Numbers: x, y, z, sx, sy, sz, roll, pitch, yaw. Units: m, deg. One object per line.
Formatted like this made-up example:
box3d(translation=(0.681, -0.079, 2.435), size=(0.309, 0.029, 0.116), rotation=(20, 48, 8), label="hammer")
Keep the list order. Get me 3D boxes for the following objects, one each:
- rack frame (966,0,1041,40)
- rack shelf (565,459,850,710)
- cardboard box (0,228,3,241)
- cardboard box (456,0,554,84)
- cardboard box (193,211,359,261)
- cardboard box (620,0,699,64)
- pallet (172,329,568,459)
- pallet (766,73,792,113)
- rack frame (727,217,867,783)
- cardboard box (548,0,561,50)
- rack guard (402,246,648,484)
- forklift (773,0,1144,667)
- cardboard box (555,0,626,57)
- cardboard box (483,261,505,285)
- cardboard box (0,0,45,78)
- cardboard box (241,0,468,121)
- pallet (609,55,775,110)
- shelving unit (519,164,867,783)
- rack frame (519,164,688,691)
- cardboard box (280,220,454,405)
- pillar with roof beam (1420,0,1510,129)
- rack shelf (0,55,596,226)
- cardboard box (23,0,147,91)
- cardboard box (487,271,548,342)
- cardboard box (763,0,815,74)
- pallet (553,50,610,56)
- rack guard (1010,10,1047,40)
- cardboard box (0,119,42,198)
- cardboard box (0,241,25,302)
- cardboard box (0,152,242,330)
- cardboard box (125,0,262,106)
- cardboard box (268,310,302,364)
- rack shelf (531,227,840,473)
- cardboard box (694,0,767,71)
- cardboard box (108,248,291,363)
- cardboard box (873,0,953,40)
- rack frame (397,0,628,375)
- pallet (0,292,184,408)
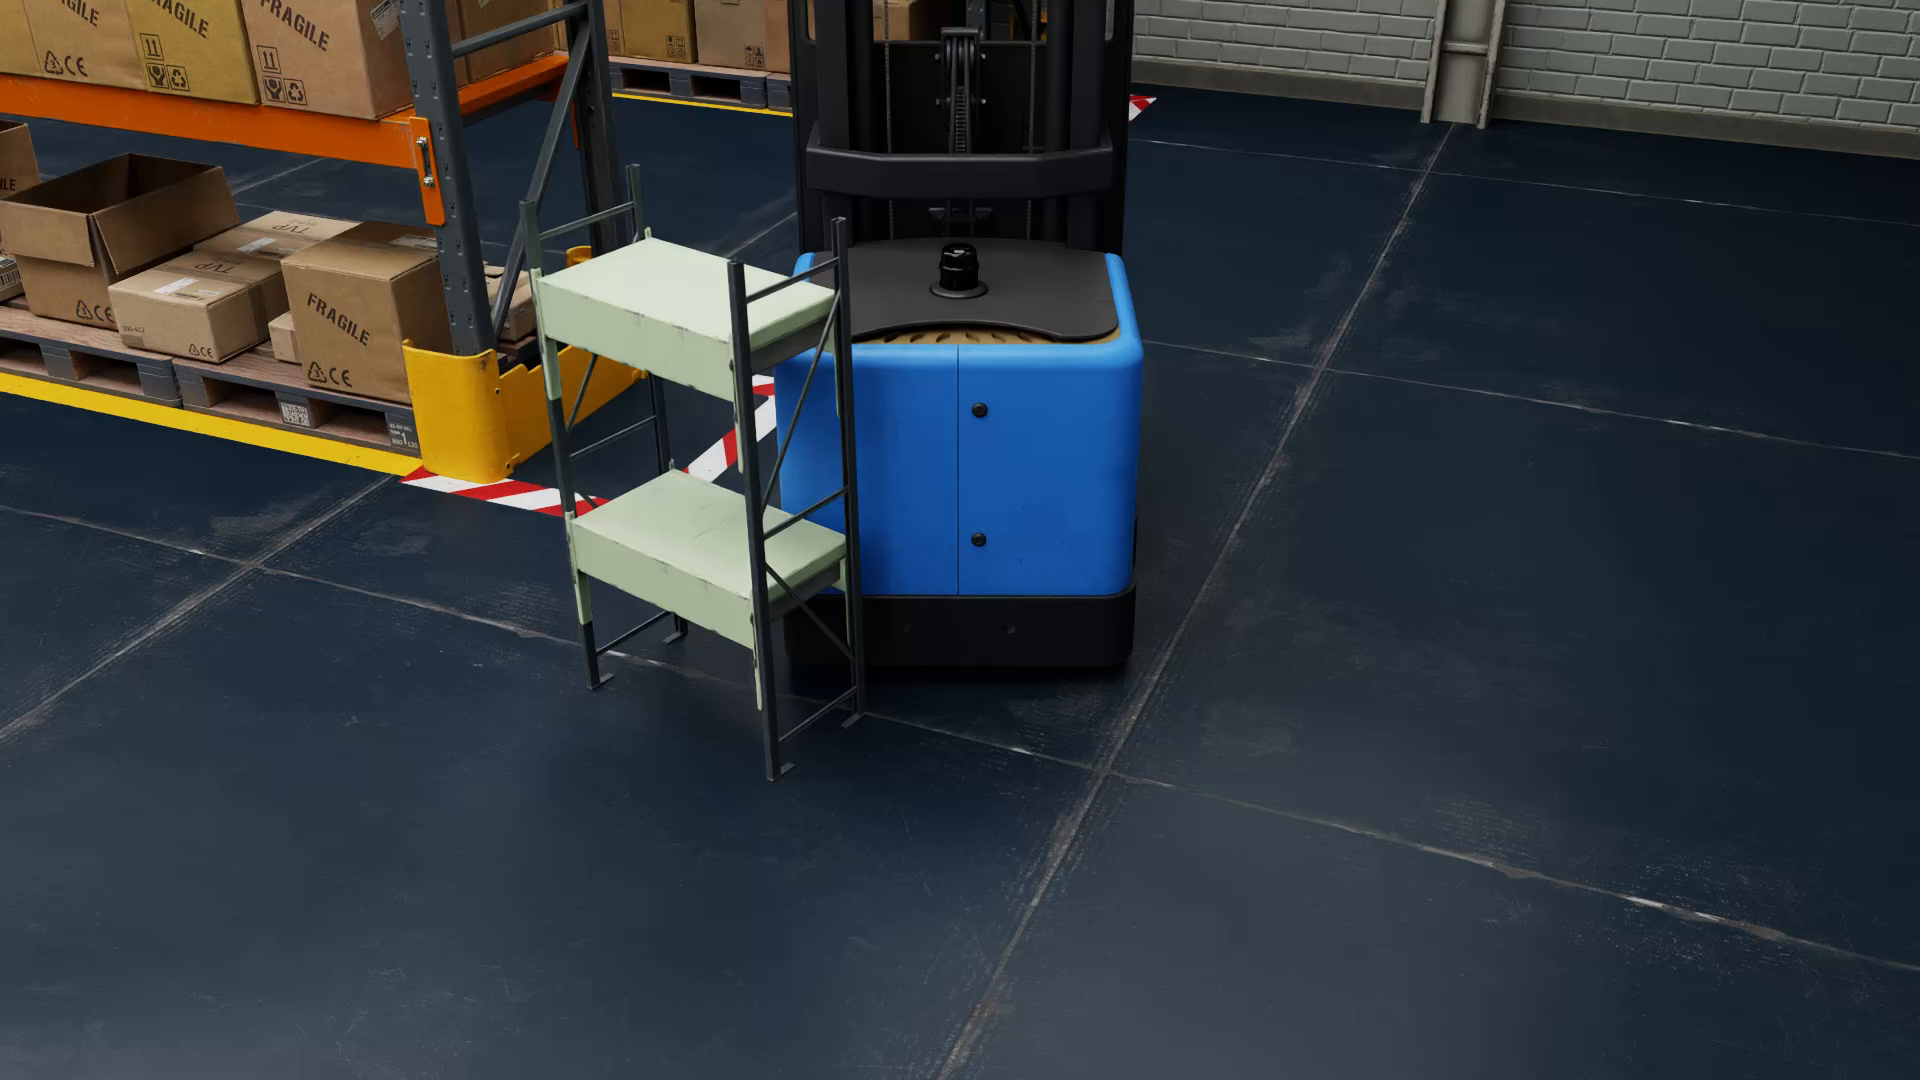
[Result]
box3d(translation=(0.279, -4.045, 9.859), size=(0.127, 3.000, 1.000), rotation=(11, 31, 19), label="rack frame")
box3d(translation=(-0.695, 0.108, 4.693), size=(0.720, 0.370, 0.431), rotation=(21, 36, 32), label="rack shelf")
box3d(translation=(-3.957, -1.432, 7.521), size=(0.500, 0.311, 0.500), rotation=(11, 31, 19), label="cardboard box")
box3d(translation=(-1.892, -2.032, 6.195), size=(0.500, 0.500, 0.500), rotation=(12, 32, 20), label="cardboard box")
box3d(translation=(-2.904, -1.196, 7.164), size=(0.500, 0.250, 0.500), rotation=(11, 31, 19), label="cardboard box")
box3d(translation=(-1.834, -3.505, 11.015), size=(0.500, 0.500, 0.700), rotation=(12, 32, 20), label="cardboard box")
box3d(translation=(-2.390, -0.733, 6.833), size=(1.213, 0.211, 1.003), rotation=(11, 31, 19), label="pallet")
box3d(translation=(-0.491, -2.944, 10.744), size=(1.213, 0.211, 1.003), rotation=(11, 31, 19), label="pallet")
box3d(translation=(-0.405, -0.066, 4.338), size=(0.023, 1.500, 0.400), rotation=(21, 36, 32), label="rack frame")
box3d(translation=(-2.773, -3.695, 11.352), size=(0.500, 0.500, 0.700), rotation=(12, 32, 20), label="cardboard box")
box3d(translation=(-1.650, -0.712, 6.502), size=(0.348, 0.500, 1.175), rotation=(11, 31, 19), label="rack guard")
box3d(translation=(0.004, -1.583, 5.572), size=(1.130, 2.935, 3.031), rotation=(0, 29, 0), label="forklift")
box3d(translation=(-2.309, -3.601, 11.185), size=(0.500, 0.500, 0.700), rotation=(11, 31, 19), label="cardboard box")
box3d(translation=(-2.070, -1.025, 6.947), size=(0.250, 0.166, 0.380), rotation=(11, 31, 19), label="cardboard box")
box3d(translation=(-3.507, -2.071, 6.264), size=(0.500, 0.500, 0.500), rotation=(11, 31, 18), label="cardboard box")
box3d(translation=(-2.097, -1.788, 5.764), size=(0.500, 0.500, 0.500), rotation=(12, 32, 21), label="cardboard box")
box3d(translation=(-1.618, -3.170, 11.144), size=(1.213, 0.211, 1.003), rotation=(11, 31, 19), label="pallet")
box3d(translation=(-0.696, -0.175, 4.531), size=(0.755, 1.500, 0.431), rotation=(21, 36, 32), label="shelving unit")
box3d(translation=(-0.987, -0.284, 4.724), size=(0.023, 1.500, 0.400), rotation=(21, 36, 32), label="rack frame")
box3d(translation=(-2.176, -0.878, 6.348), size=(0.500, 0.500, 0.500), rotation=(11, 31, 19), label="cardboard box")
box3d(translation=(1.488, -4.589, 4.724), size=(0.400, 9.000, 9.100), rotation=(11, 31, 19), label="pillar with roof beam")
box3d(translation=(-3.433, -1.843, 6.693), size=(4.000, 0.370, 1.077), rotation=(11, 31, 19), label="rack shelf")
box3d(translation=(-3.040, -1.978, 6.099), size=(0.500, 0.500, 0.500), rotation=(12, 31, 20), label="cardboard box")
box3d(translation=(-1.839, -0.971, 6.869), size=(0.250, 0.149, 0.380), rotation=(11, 31, 19), label="cardboard box")
box3d(translation=(-0.871, -3.317, 10.683), size=(0.500, 0.500, 0.700), rotation=(11, 31, 19), label="cardboard box")
box3d(translation=(-2.752, -3.395, 11.542), size=(1.213, 0.211, 1.003), rotation=(11, 31, 19), label="pallet")
box3d(translation=(0.301, -2.953, 10.466), size=(0.348, 0.500, 1.175), rotation=(11, 31, 19), label="rack guard")
box3d(translation=(-4.652, -1.653, 7.720), size=(0.500, 0.500, 0.500), rotation=(11, 31, 19), label="cardboard box")
box3d(translation=(-4.174, -1.152, 7.173), size=(0.250, 0.166, 0.380), rotation=(11, 31, 19), label="cardboard box")
box3d(translation=(-3.544, -1.286, 7.066), size=(0.637, 0.503, 0.797), rotation=(11, 31, 19), label="cardboard box")
box3d(translation=(-2.579, -1.883, 5.931), size=(0.500, 0.500, 0.500), rotation=(12, 31, 20), label="cardboard box")
box3d(translation=(-2.518, -0.848, 6.635), size=(0.250, 0.166, 0.380), rotation=(11, 31, 19), label="cardboard box")
box3d(translation=(-0.698, -0.513, 4.337), size=(0.720, 0.370, 0.431), rotation=(21, 36, 32), label="rack shelf")
box3d(translation=(-1.337, -3.409, 10.847), size=(0.500, 0.500, 0.700), rotation=(10, 31, 17), label="cardboard box")
box3d(translation=(-3.045, -0.958, 6.744), size=(0.500, 0.250, 0.500), rotation=(11, 31, 19), label="cardboard box")
box3d(translation=(-0.407, -3.224, 10.519), size=(0.500, 0.500, 0.700), rotation=(11, 31, 19), label="cardboard box")
box3d(translation=(-1.580, -1.786, 5.862), size=(0.127, 3.000, 1.000), rotation=(11, 31, 19), label="rack frame")
box3d(translation=(-3.516, -0.960, 7.233), size=(1.213, 0.211, 1.003), rotation=(11, 31, 19), label="pallet")
